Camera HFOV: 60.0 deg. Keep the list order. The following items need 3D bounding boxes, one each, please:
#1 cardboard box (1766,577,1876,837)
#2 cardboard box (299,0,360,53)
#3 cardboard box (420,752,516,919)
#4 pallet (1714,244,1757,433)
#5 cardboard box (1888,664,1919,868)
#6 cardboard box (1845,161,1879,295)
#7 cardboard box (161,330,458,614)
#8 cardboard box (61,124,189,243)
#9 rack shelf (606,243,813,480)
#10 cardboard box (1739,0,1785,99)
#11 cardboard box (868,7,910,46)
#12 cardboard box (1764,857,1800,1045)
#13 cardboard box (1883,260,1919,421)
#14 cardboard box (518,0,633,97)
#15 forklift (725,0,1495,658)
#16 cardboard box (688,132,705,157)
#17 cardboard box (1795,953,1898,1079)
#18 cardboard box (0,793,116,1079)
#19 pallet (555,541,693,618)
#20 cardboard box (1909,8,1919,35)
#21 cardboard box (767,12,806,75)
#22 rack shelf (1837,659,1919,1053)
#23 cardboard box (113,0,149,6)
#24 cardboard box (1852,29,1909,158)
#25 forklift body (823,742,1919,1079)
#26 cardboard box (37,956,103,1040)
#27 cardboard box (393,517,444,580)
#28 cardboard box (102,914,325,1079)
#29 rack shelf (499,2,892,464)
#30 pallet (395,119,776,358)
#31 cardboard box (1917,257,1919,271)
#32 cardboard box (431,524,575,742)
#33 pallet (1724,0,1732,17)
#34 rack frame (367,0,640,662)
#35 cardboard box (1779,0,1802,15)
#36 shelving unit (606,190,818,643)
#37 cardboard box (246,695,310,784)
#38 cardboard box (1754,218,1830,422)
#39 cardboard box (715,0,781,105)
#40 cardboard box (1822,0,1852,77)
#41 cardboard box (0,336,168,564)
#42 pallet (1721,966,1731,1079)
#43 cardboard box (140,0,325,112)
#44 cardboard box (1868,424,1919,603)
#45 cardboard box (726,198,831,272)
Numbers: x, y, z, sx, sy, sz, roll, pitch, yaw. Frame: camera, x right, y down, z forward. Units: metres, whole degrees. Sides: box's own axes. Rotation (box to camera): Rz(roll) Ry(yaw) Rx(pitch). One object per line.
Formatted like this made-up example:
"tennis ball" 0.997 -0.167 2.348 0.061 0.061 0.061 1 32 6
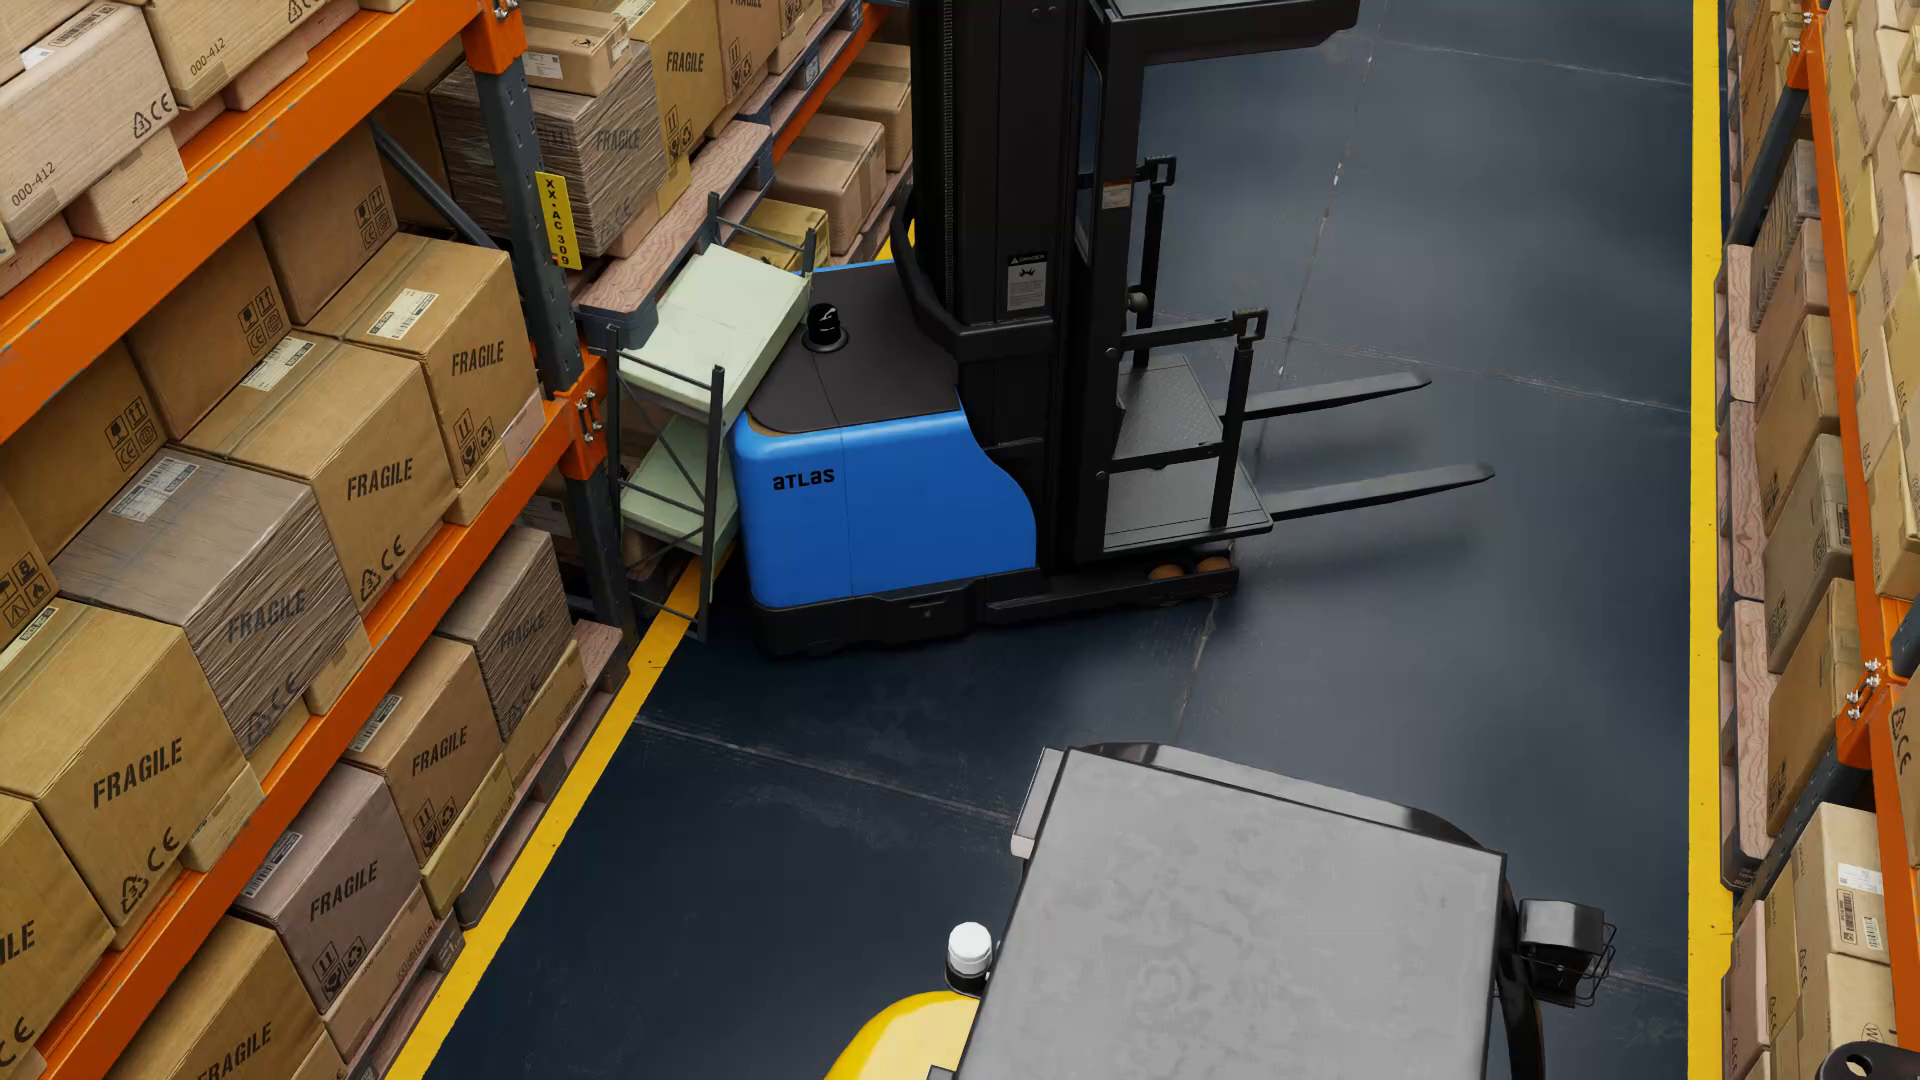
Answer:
"cardboard box" 3.161 0.648 5.340 0.875 0.625 0.625 14 46 14
"cardboard box" -1.683 -1.307 3.976 0.380 0.149 0.250 13 46 13
"cardboard box" -1.792 0.892 5.360 0.500 0.250 0.500 11 46 11
"pallet" 3.939 -0.829 7.447 1.003 0.211 1.213 13 46 13
"cardboard box" 2.631 0.505 4.018 0.500 0.500 0.500 11 46 11
"cardboard box" 3.393 -1.044 5.780 0.500 0.250 0.500 14 46 14
"cardboard box" -1.765 -0.198 4.523 0.500 0.500 0.500 14 46 14
"cardboard box" -1.848 -0.773 3.431 0.380 0.149 0.250 14 46 14
"rack shelf" -0.854 -0.640 5.722 0.431 0.370 0.720 21 51 6
"cardboard box" 4.466 -2.631 8.781 0.500 0.500 0.500 14 46 14
"cardboard box" -0.218 -3.249 9.144 0.875 0.875 0.875 12 46 12
"cardboard box" 2.573 1.211 4.676 0.500 0.250 0.500 12 46 12
"cardboard box" 3.068 -0.551 4.918 0.500 0.250 0.500 11 46 11
"cardboard box" -1.238 -1.512 5.102 0.380 0.149 0.250 12 46 12
"forklift" 0.609 -1.145 5.824 3.031 2.935 1.130 -9 45 -9
"cardboard box" -1.152 -1.481 5.998 0.380 0.149 0.250 15 46 15
"cardboard box" 2.404 1.370 4.156 0.500 0.250 0.500 13 46 13
"cardboard box" -2.214 0.832 3.471 0.500 0.500 0.500 12 46 12
"pallet" -1.483 -0.272 6.877 1.003 0.211 1.213 13 46 13
"cardboard box" 3.601 -1.778 5.887 0.380 0.149 0.250 13 46 13
"cardboard box" -0.828 -1.974 6.502 0.380 0.149 0.250 14 46 14
"rack shelf" 2.408 1.890 3.188 1.077 0.370 4.000 13 46 13
"cardboard box" -1.729 -1.214 3.311 0.380 0.149 0.250 14 46 14
"cardboard box" 3.530 -1.569 5.958 0.500 0.250 0.500 11 46 11
"forklift body" 0.638 1.619 3.558 2.313 2.155 1.214 13 46 13
"cardboard box" -2.218 0.966 3.798 0.380 0.149 0.250 14 46 14
"cardboard box" -1.747 -0.055 4.842 0.380 0.149 0.250 13 46 13
"cardboard box" -2.101 1.305 4.402 0.500 0.500 0.500 13 46 13
"rack shelf" -1.112 -1.825 6.985 1.077 0.370 4.000 13 46 13
"pallet" -1.348 -1.159 5.927 1.003 0.211 1.213 13 46 13
"cardboard box" 3.044 -0.774 4.861 0.380 0.149 0.250 11 45 11
"cardboard box" -1.641 0.267 5.462 0.500 0.500 0.500 12 46 12
"pallet" 5.227 -3.486 10.161 1.003 0.211 1.213 13 46 13
"rack frame" -1.718 -0.749 5.371 1.000 3.000 0.127 13 46 13
"cardboard box" 4.309 -2.592 8.278 0.380 0.149 0.250 11 45 11
"shelving unit" -0.914 -0.402 6.025 0.431 1.500 0.755 21 51 6
"cardboard box" -1.935 0.462 4.313 0.380 0.149 0.250 12 46 12
"cardboard box" 3.833 -0.818 6.839 0.875 0.625 0.625 14 46 14
"cardboard box" -0.988 -1.954 6.017 0.500 0.500 0.500 12 46 12
"cardboard box" 3.858 -2.069 6.827 0.500 0.250 0.500 13 46 13
"cardboard box" -2.411 -0.336 3.950 0.700 0.500 0.500 12 46 12
"pallet" 2.733 1.818 4.742 1.003 0.211 1.213 13 46 13
"cardboard box" -1.747 -1.186 3.567 0.500 0.250 0.500 12 46 12
"cardboard box" 2.917 -0.038 4.751 0.500 0.250 0.500 14 46 13
"cardboard box" -1.138 -1.254 7.465 0.950 0.372 0.625 14 46 14
